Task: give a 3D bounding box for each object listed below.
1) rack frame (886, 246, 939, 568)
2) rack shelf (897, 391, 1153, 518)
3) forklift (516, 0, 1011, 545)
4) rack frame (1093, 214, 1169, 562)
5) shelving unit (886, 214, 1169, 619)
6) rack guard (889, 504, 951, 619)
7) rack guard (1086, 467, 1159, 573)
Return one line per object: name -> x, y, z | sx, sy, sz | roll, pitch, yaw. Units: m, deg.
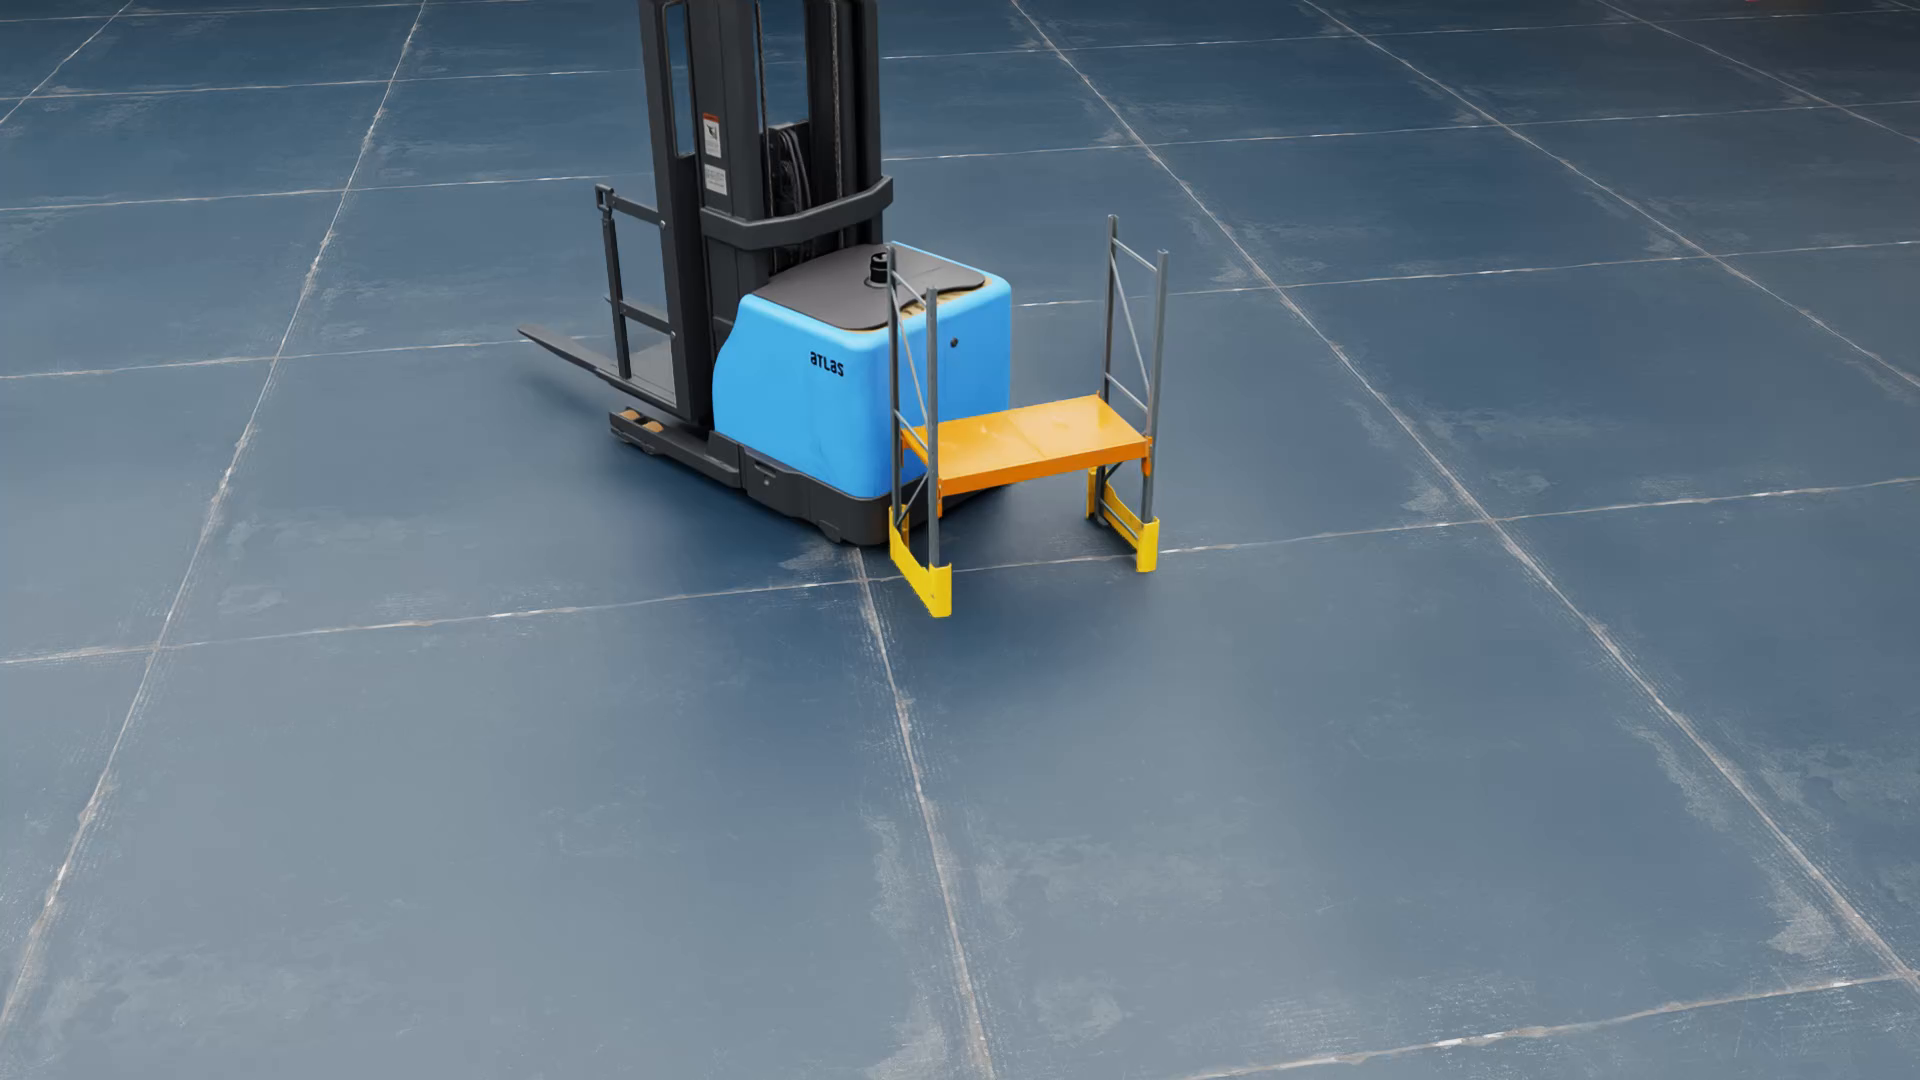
rack frame -> -0.197, -0.447, 7.030 | 0.032, 1.500, 0.500 | -12, 32, -19
rack shelf -> 0.274, -0.389, 7.286 | 1.000, 0.185, 0.538 | -12, 32, -19
forklift -> -1.167, -1.871, 8.041 | 3.031, 2.935, 1.130 | 25, 39, 36
rack frame -> 0.745, -0.641, 7.360 | 0.032, 1.500, 0.500 | -12, 32, -19
shelving unit -> 0.283, -0.545, 7.198 | 1.083, 1.500, 0.587 | -12, 32, -19
rack guard -> -0.179, 0.088, 7.353 | 0.087, 0.250, 0.587 | -12, 32, -19
rack guard -> 0.744, -0.102, 7.676 | 0.087, 0.250, 0.587 | -12, 32, -19
